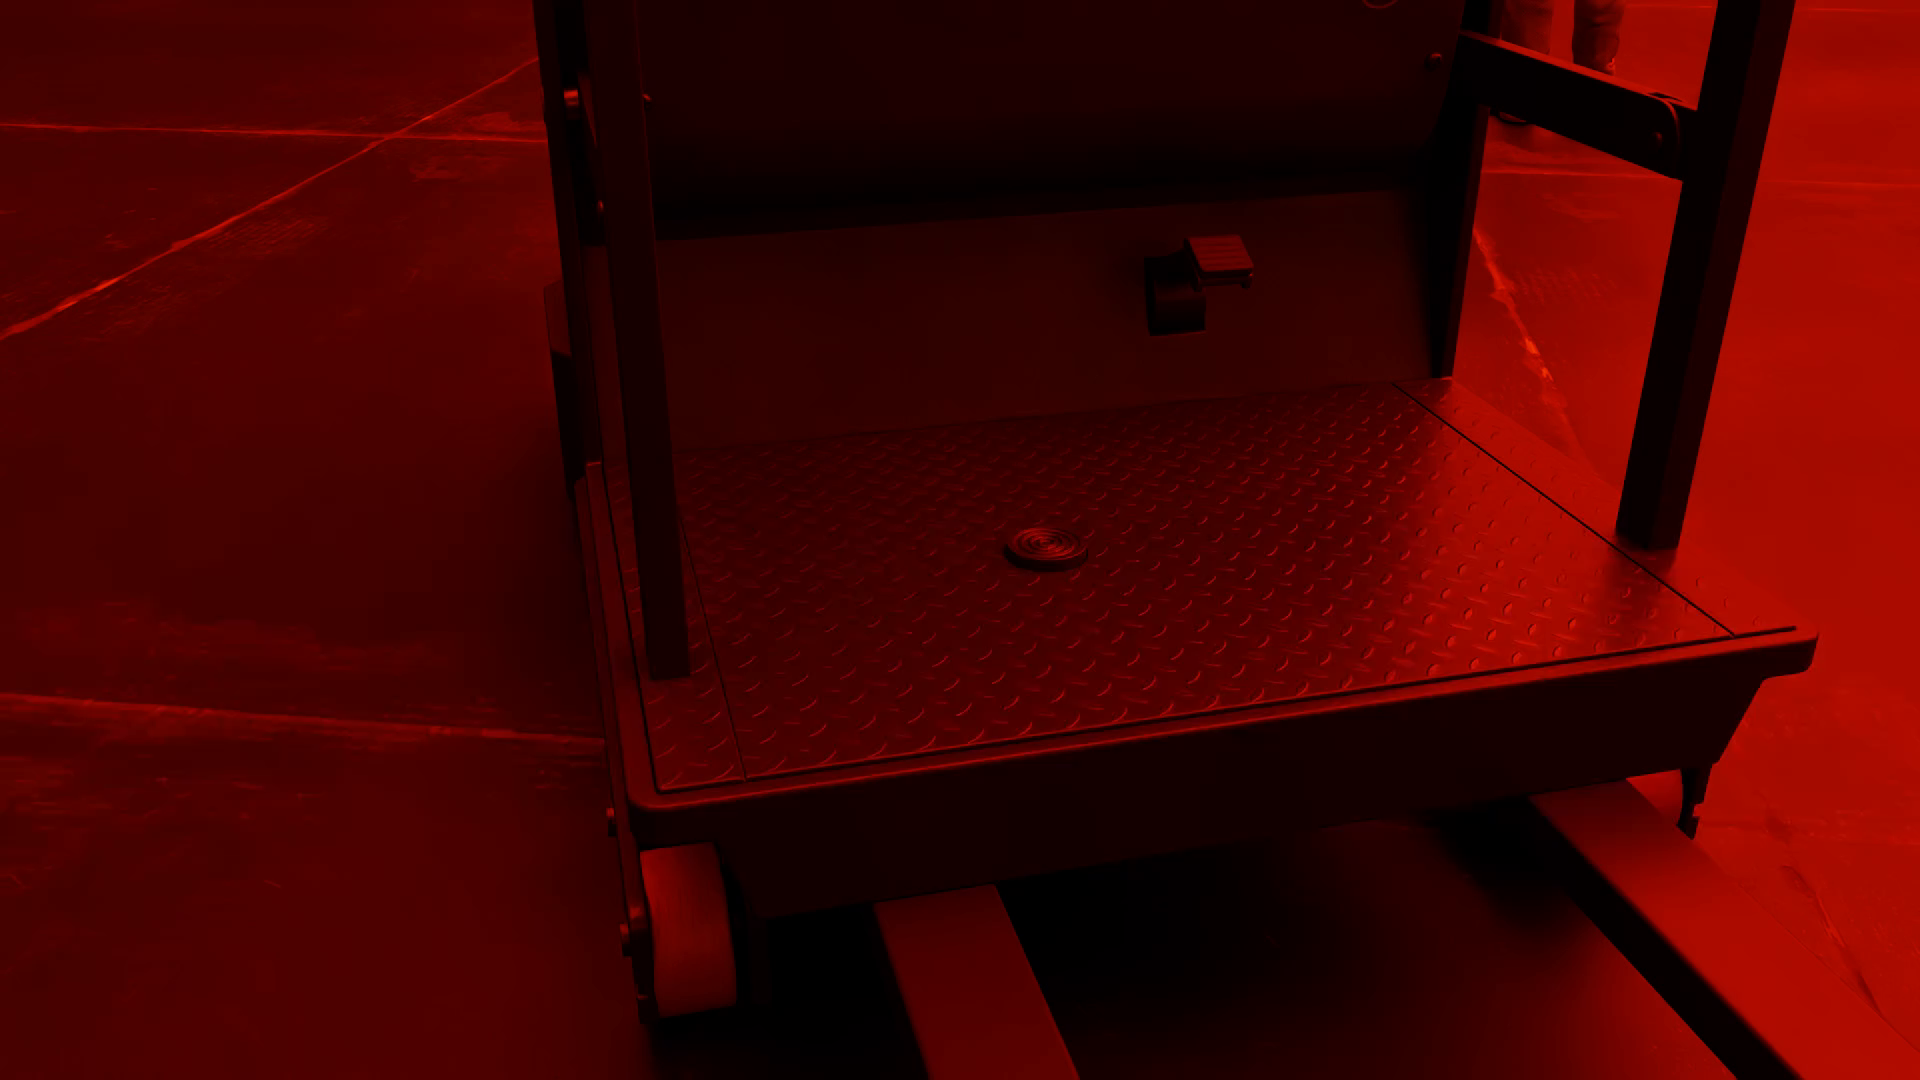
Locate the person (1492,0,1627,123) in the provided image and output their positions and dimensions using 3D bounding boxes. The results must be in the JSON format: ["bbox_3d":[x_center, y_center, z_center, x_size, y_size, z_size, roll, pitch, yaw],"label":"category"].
[{"bbox_3d":[1.722,-2.099,4.712,0.665,1.765,0.577,3,27,7],"label":"person"}]

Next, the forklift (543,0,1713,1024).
[{"bbox_3d":[0.016,-1.245,1.812,1.129,2.843,1.939,-7,27,-13],"label":"forklift"}]
